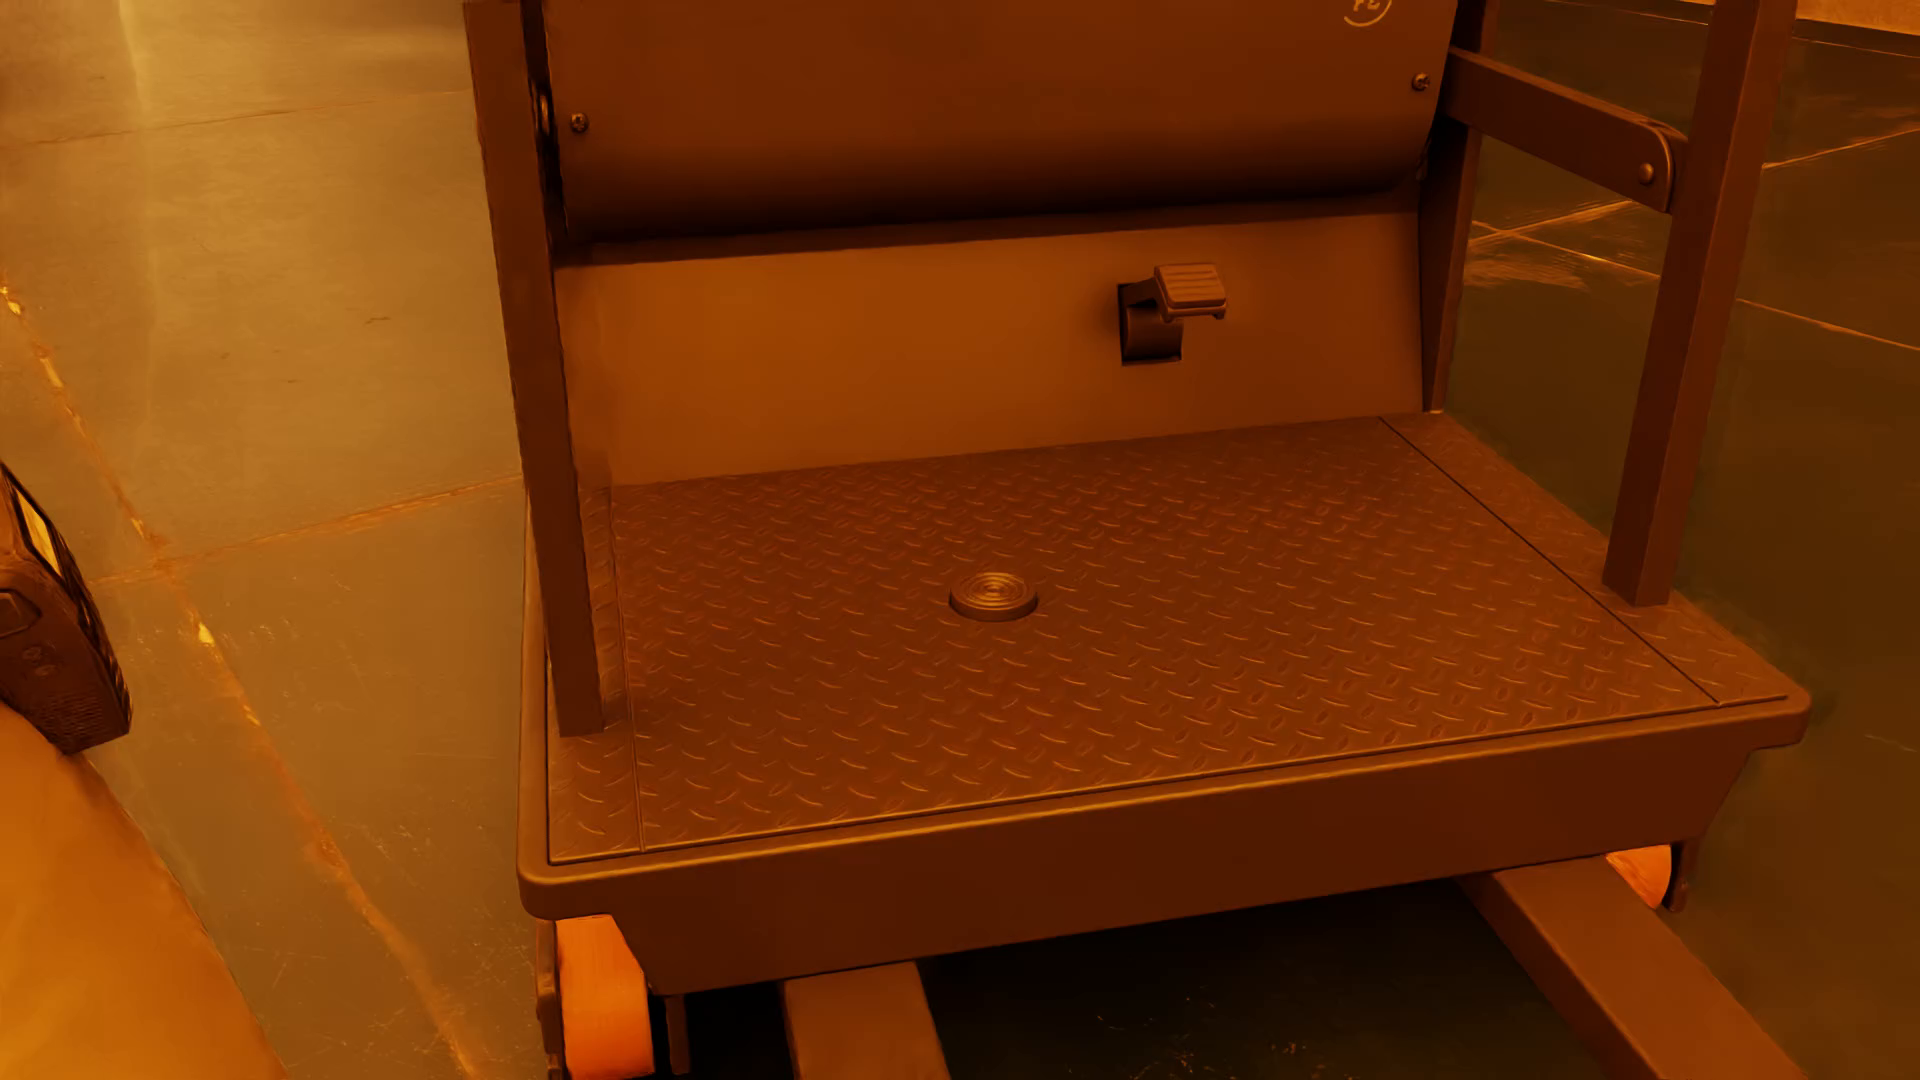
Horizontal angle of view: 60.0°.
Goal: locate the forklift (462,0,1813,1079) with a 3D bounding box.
[{"bbox_3d":[0.104,-1.003,1.230,1.130,2.935,3.031,-6,27,-11],"label":"forklift"}]
